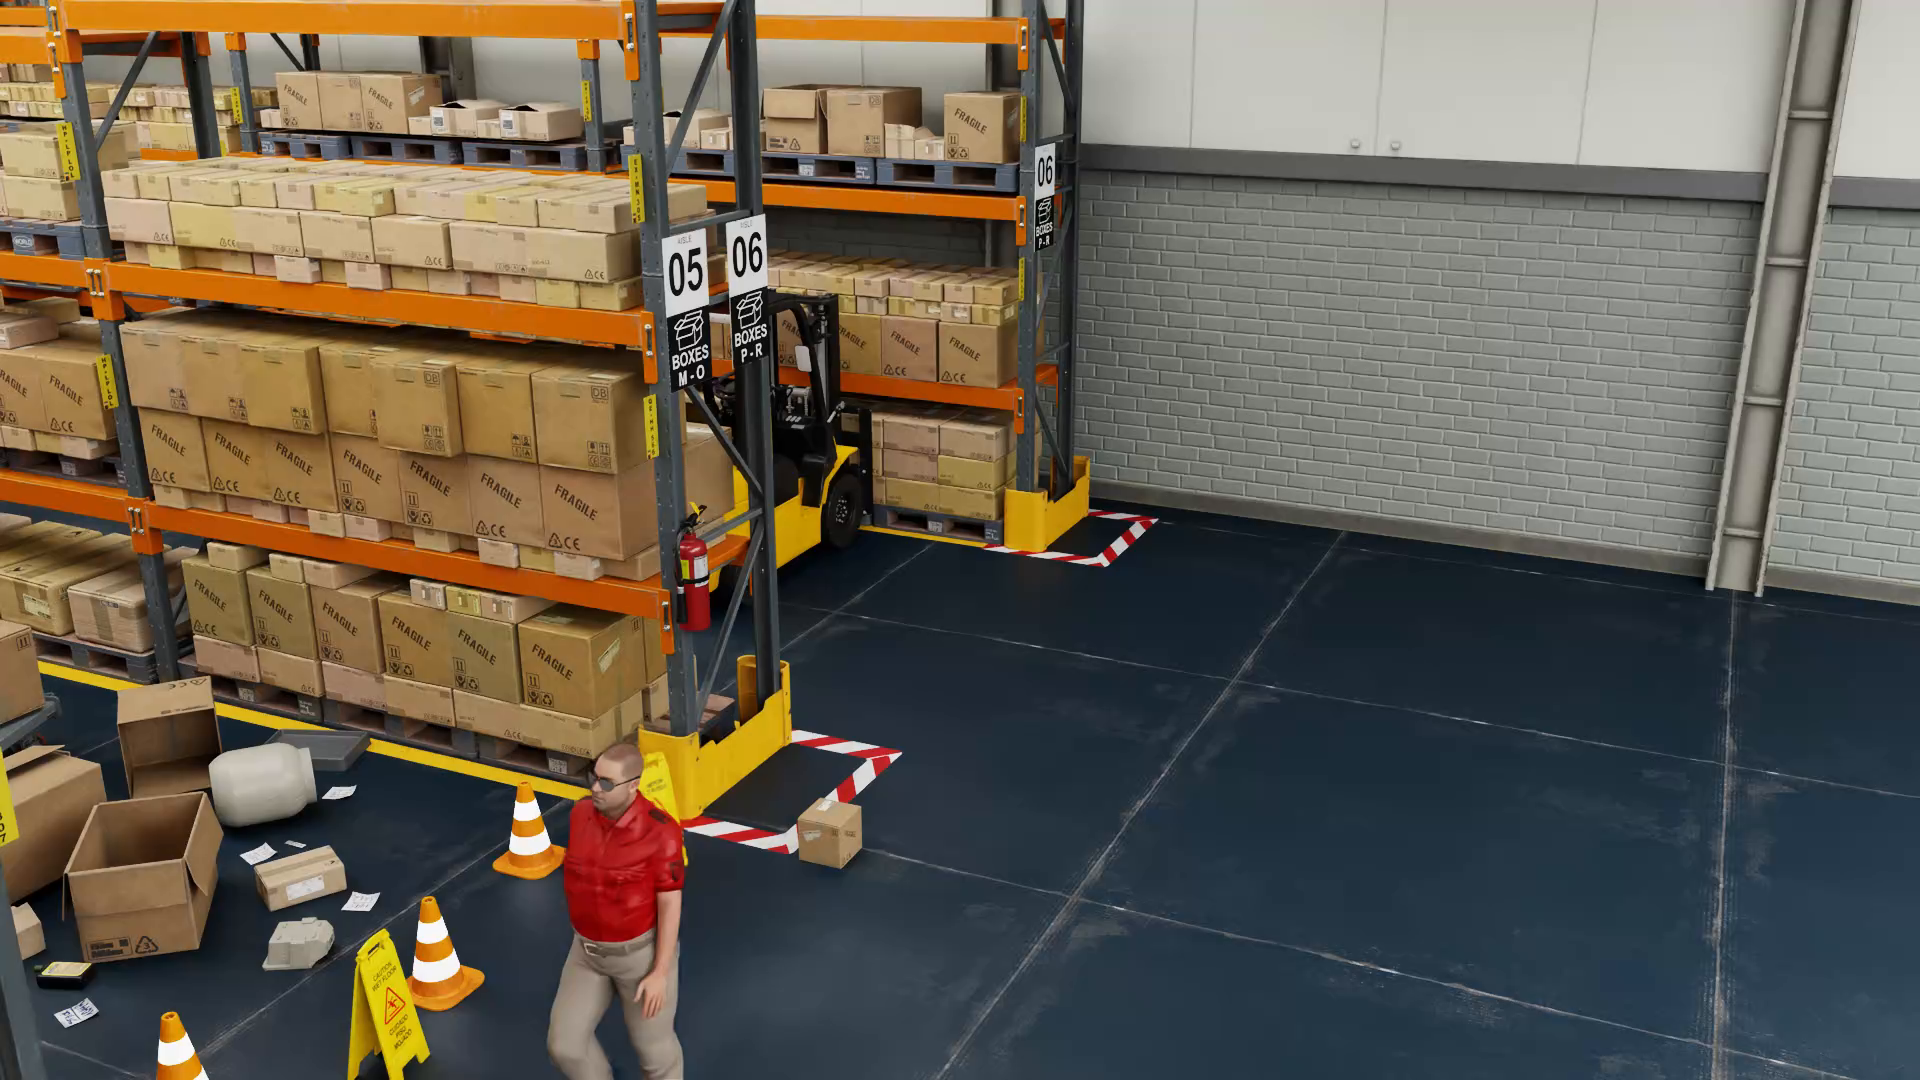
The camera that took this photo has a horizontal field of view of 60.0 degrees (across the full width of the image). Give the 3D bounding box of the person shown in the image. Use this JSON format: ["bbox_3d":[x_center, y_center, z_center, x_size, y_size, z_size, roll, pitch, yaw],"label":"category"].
[{"bbox_3d":[-1.300,1.666,6.388,0.530,1.715,0.478,8,20,22],"label":"person"}]
